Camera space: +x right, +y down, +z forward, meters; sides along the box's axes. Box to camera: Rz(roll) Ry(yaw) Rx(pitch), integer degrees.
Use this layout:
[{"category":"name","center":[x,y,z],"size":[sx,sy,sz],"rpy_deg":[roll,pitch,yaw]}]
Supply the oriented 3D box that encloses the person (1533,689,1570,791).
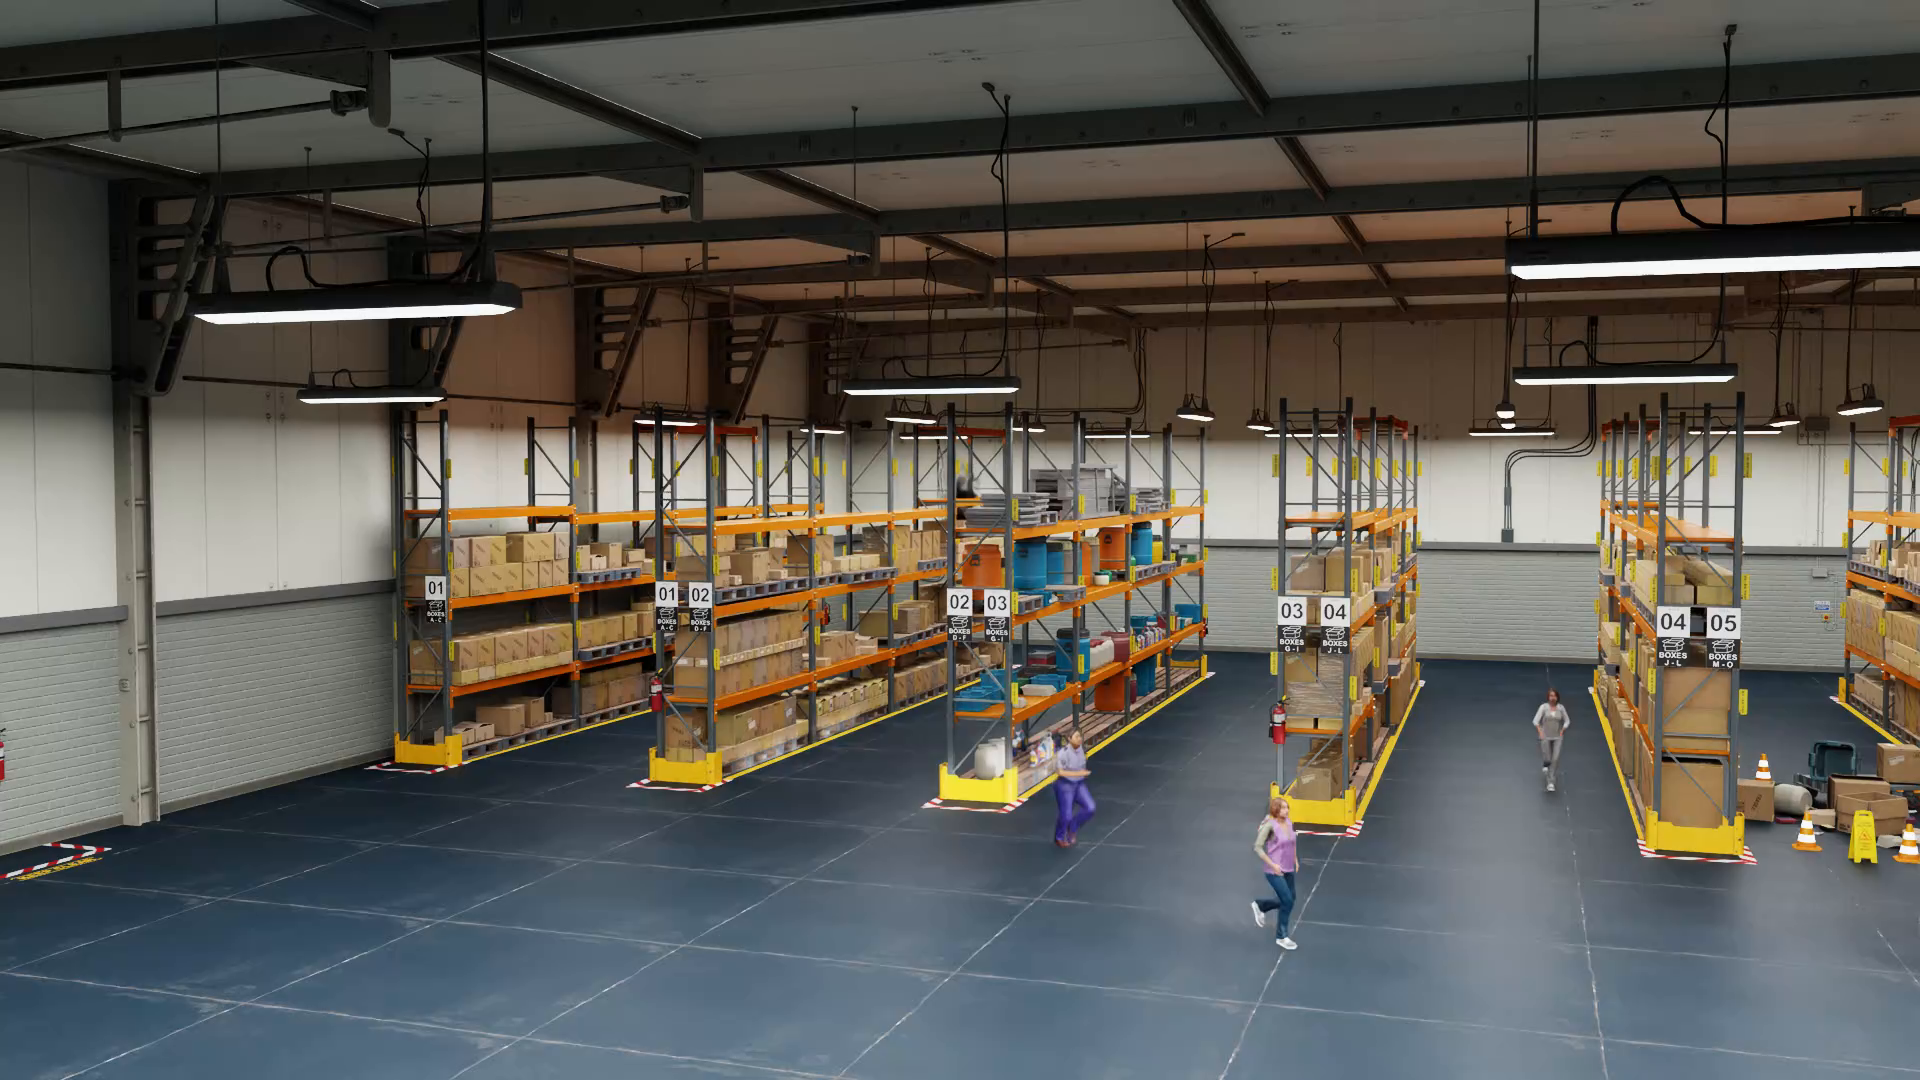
[{"category":"person","center":[9.250,3.104,25.987],"size":[0.554,1.552,0.679],"rpy_deg":[1,3,12]}]

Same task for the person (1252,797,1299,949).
[{"category":"person","center":[3.303,3.477,17.531],"size":[0.561,1.564,0.642],"rpy_deg":[-2,3,-41]}]

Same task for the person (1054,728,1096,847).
[{"category":"person","center":[1.489,3.252,21.777],"size":[0.640,1.599,0.729],"rpy_deg":[-2,3,-42]}]
